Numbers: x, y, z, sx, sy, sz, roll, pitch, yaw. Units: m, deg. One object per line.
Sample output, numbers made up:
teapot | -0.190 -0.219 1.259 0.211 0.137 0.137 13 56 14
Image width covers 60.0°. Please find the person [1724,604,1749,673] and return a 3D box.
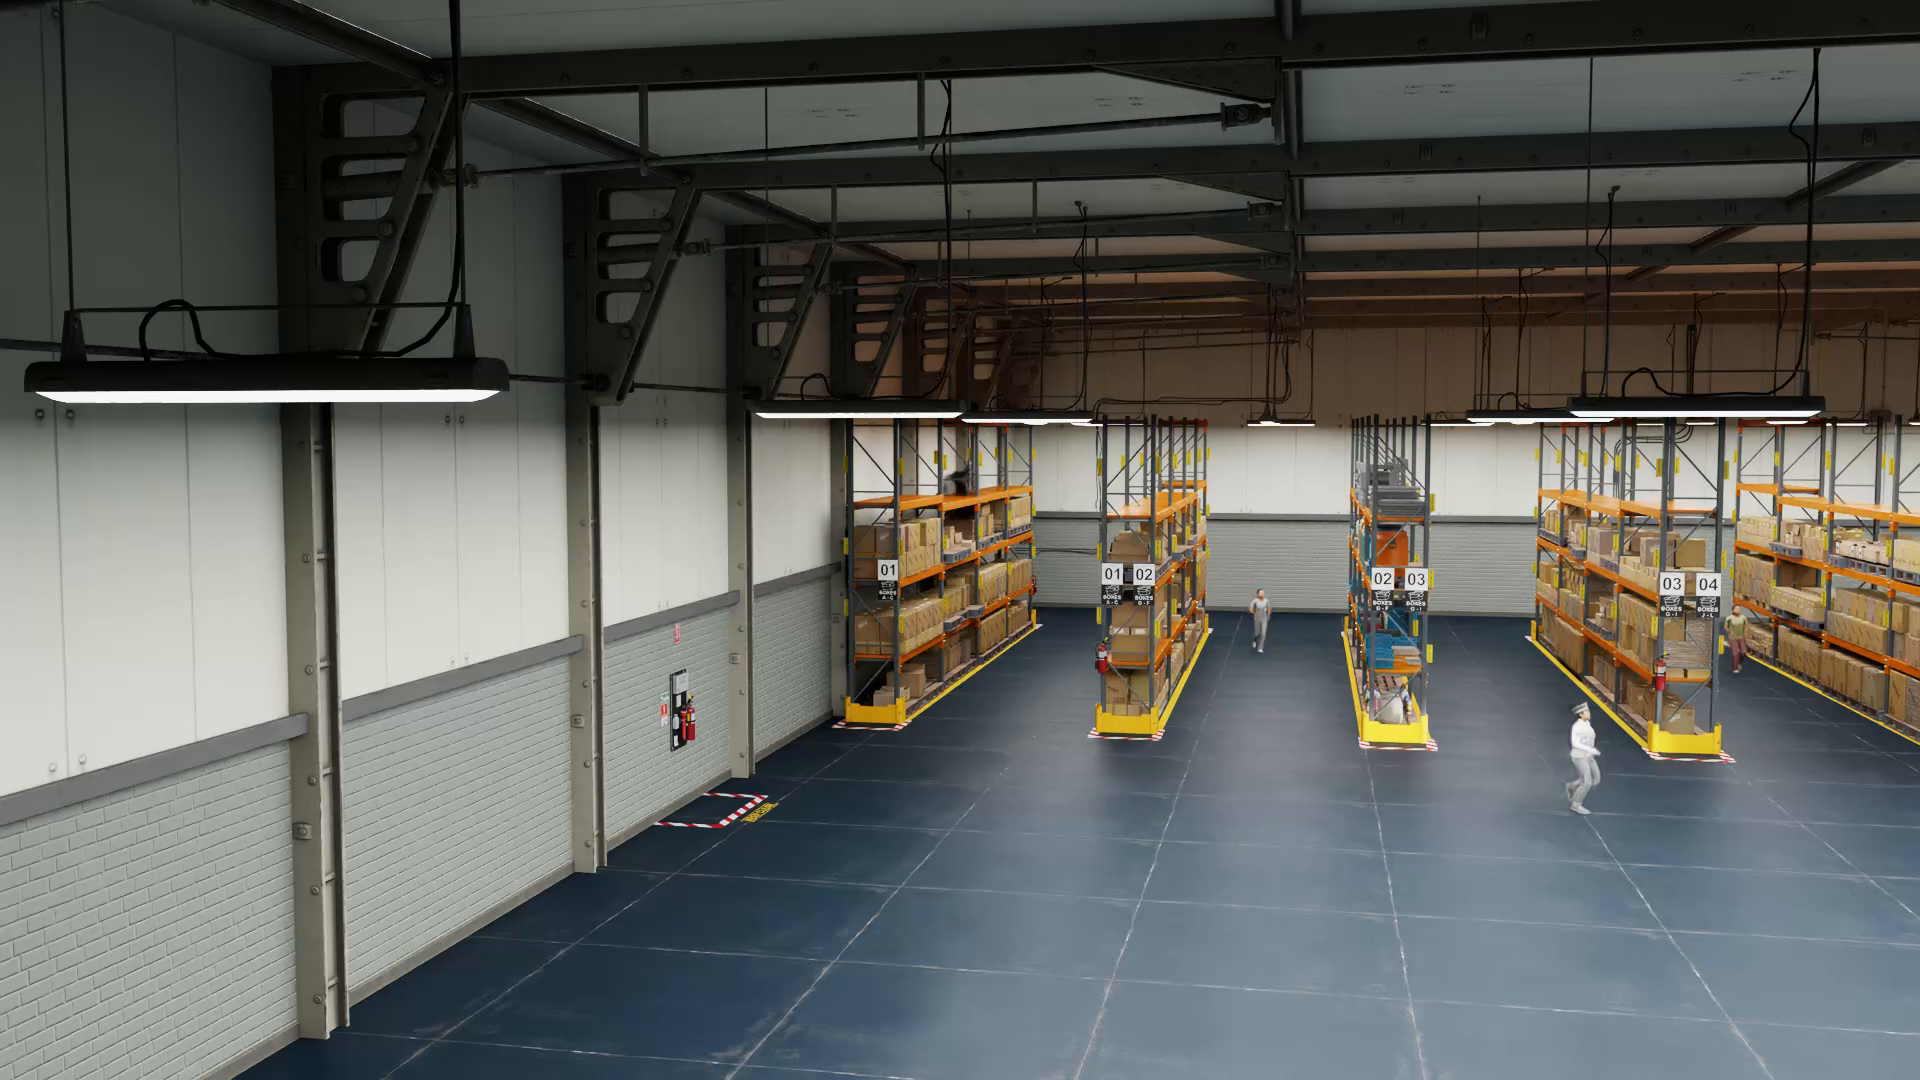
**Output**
person | 18.154 2.315 38.845 0.556 1.626 0.520 1 4 14

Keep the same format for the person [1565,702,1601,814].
person | 9.309 3.243 24.822 0.561 1.665 0.658 3 5 38

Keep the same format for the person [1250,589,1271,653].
person | 7.721 2.062 42.742 0.563 1.628 0.639 0 4 -5

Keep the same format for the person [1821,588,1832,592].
person | 23.365 1.827 45.309 0.656 1.751 0.673 0 4 0
